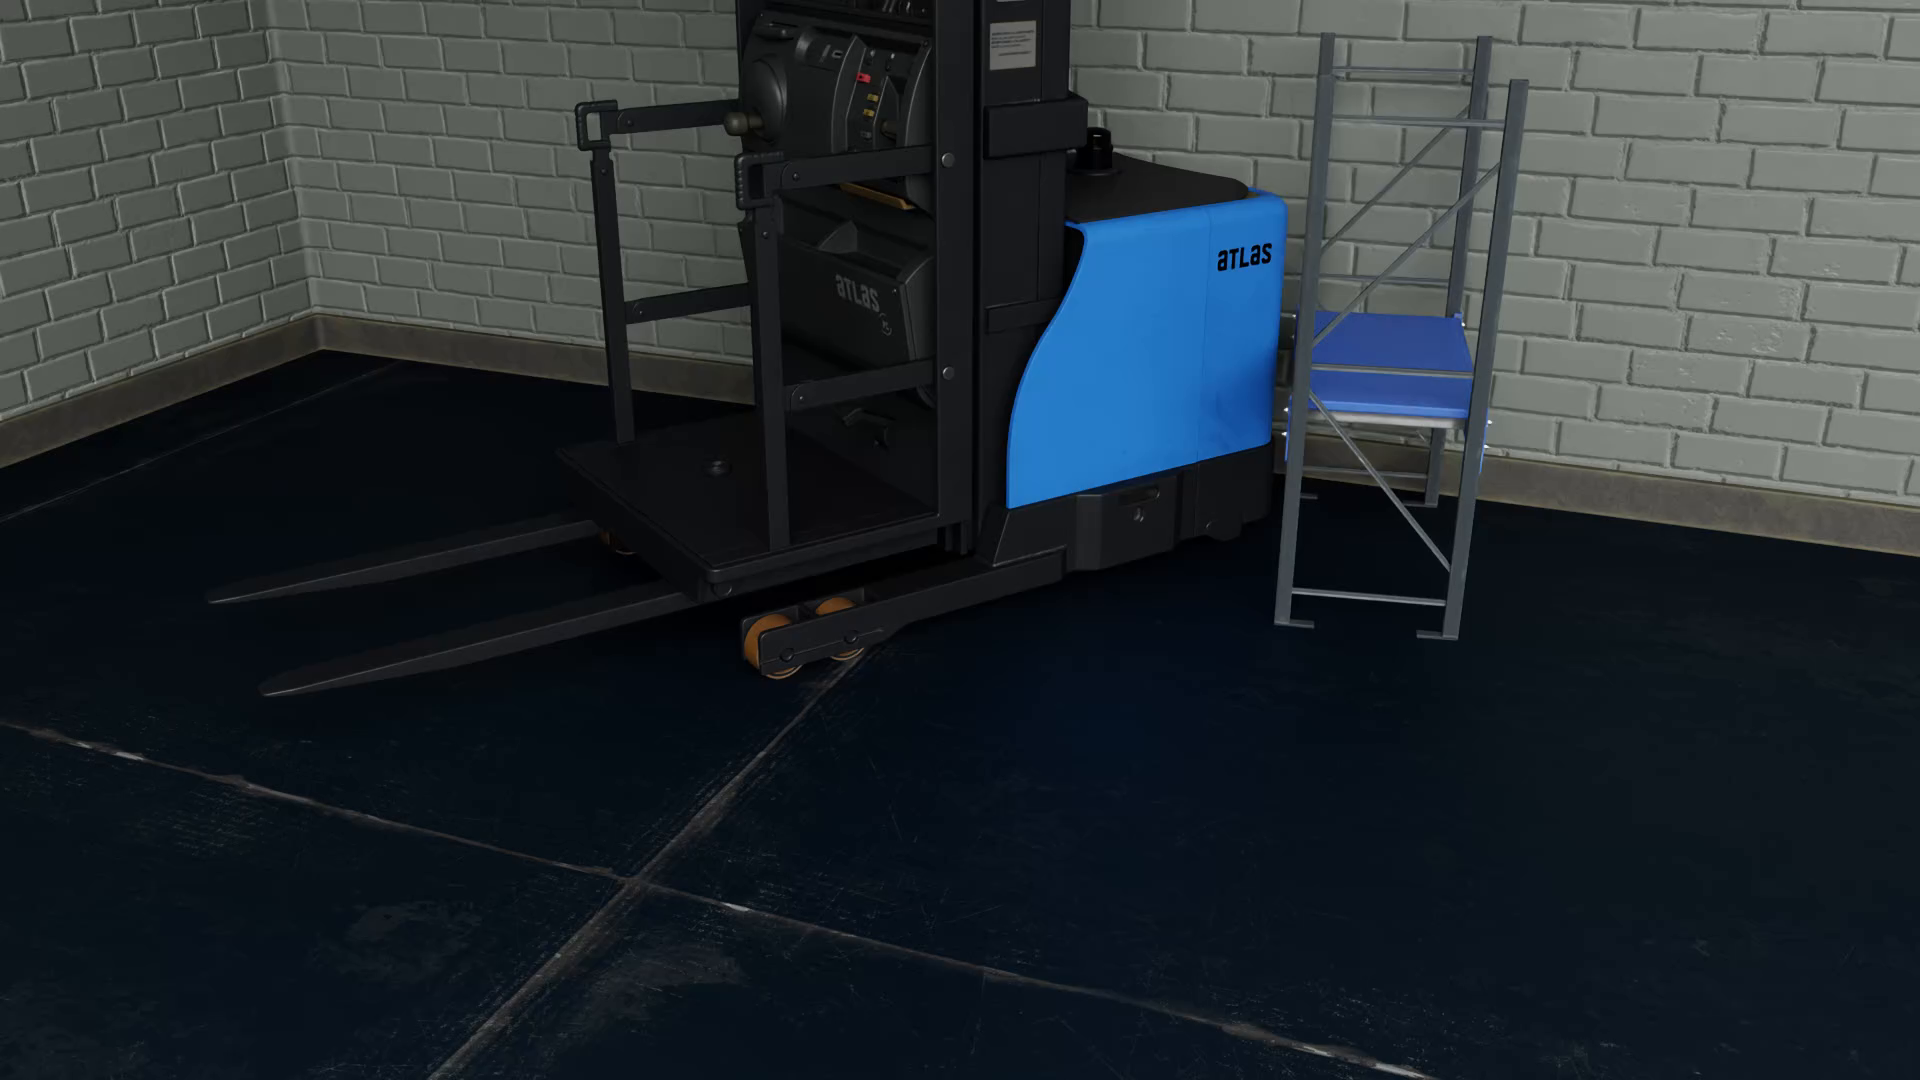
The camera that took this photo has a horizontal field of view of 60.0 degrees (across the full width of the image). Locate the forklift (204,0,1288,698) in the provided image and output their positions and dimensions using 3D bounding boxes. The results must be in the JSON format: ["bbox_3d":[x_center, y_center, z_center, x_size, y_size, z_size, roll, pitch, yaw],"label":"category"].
[{"bbox_3d":[-0.523,-1.219,4.365,3.031,2.935,1.130,-14,27,-31],"label":"forklift"}]

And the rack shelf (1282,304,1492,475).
[{"bbox_3d":[1.234,-0.466,4.885,0.538,0.185,1.000,5,23,11],"label":"rack shelf"}]

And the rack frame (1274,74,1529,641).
[{"bbox_3d":[1.131,-0.440,4.357,0.500,1.500,0.032,5,23,11],"label":"rack frame"}]

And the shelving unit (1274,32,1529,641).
[{"bbox_3d":[1.234,-0.631,4.816,0.538,1.500,1.048,5,23,11],"label":"shelving unit"}]

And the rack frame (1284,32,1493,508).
[{"bbox_3d":[1.338,-0.823,5.275,0.500,1.500,0.032,5,23,11],"label":"rack frame"}]
